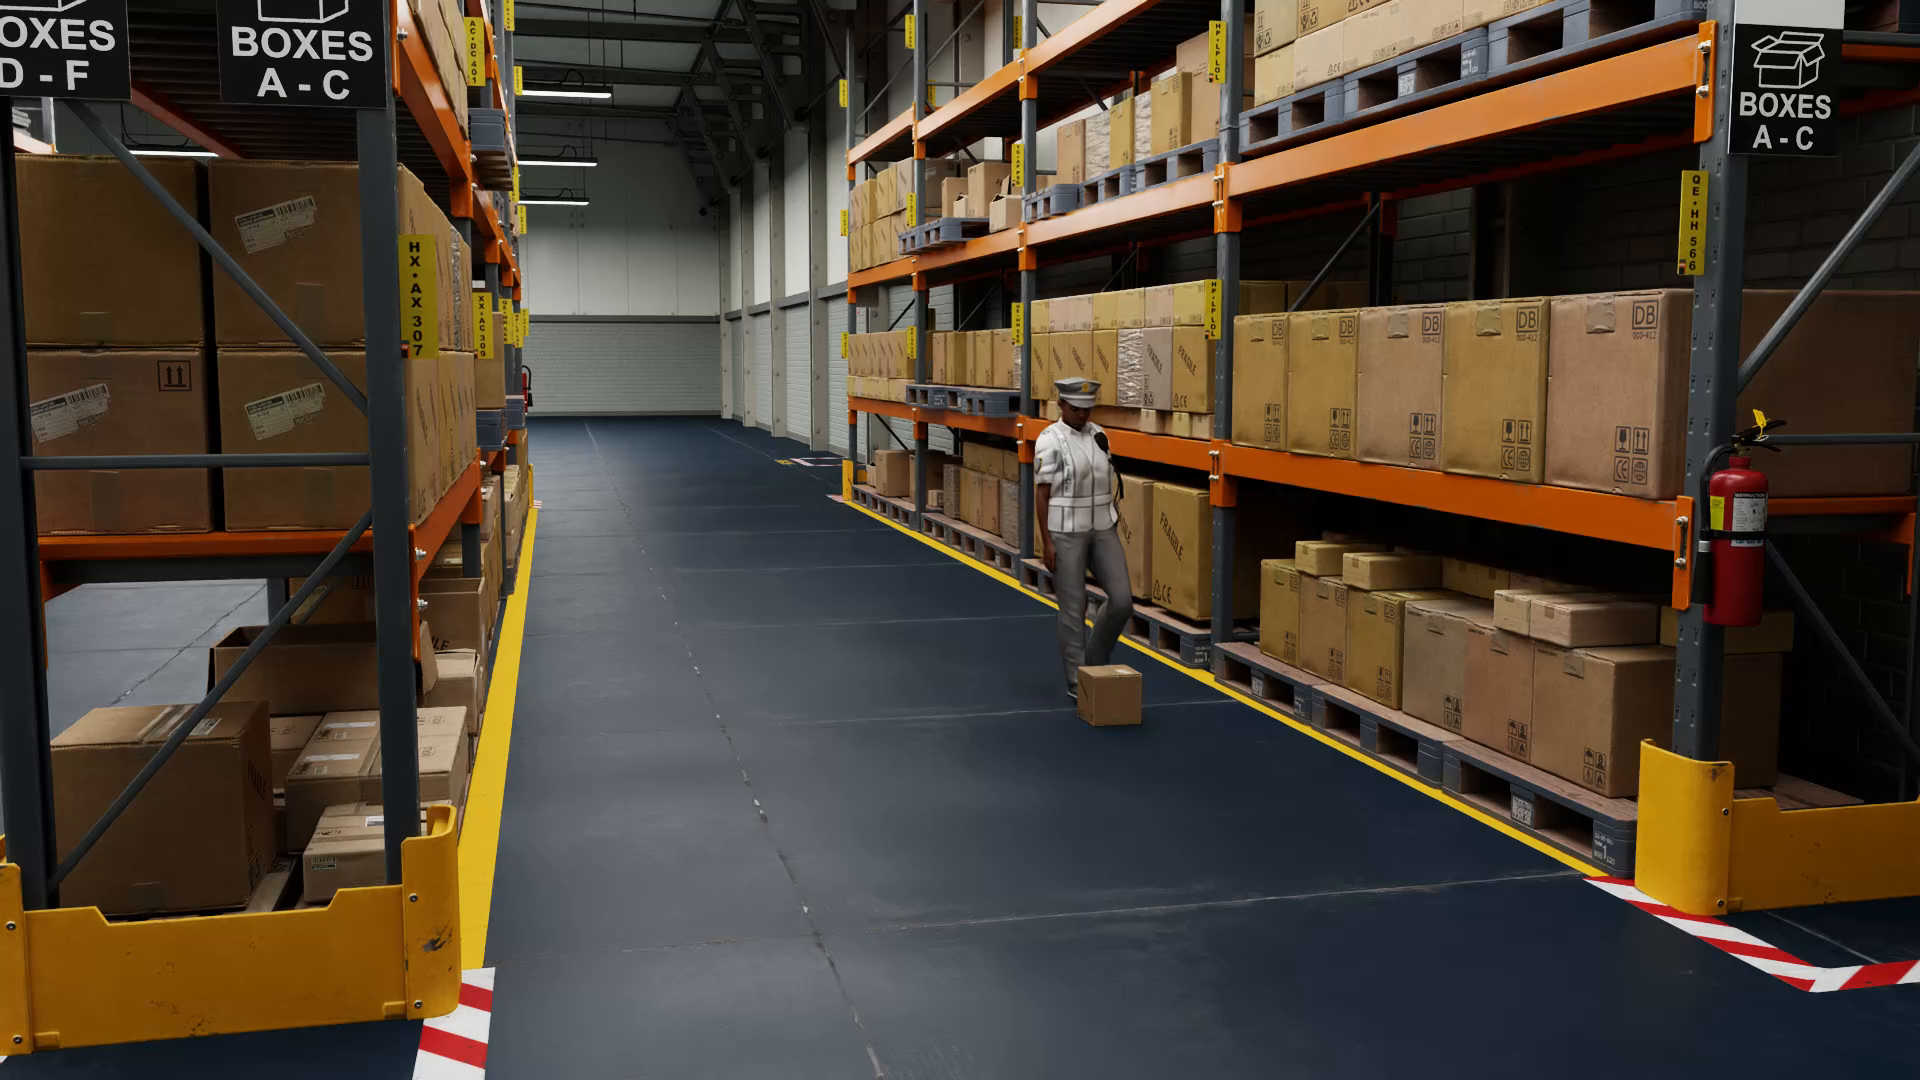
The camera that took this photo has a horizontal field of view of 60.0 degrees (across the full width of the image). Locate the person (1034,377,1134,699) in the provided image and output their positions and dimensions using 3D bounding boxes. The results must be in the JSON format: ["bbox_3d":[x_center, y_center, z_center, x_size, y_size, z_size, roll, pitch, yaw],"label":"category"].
[{"bbox_3d":[0.651,0.008,8.534,0.495,1.682,0.458,-3,7,-27],"label":"person"}]
